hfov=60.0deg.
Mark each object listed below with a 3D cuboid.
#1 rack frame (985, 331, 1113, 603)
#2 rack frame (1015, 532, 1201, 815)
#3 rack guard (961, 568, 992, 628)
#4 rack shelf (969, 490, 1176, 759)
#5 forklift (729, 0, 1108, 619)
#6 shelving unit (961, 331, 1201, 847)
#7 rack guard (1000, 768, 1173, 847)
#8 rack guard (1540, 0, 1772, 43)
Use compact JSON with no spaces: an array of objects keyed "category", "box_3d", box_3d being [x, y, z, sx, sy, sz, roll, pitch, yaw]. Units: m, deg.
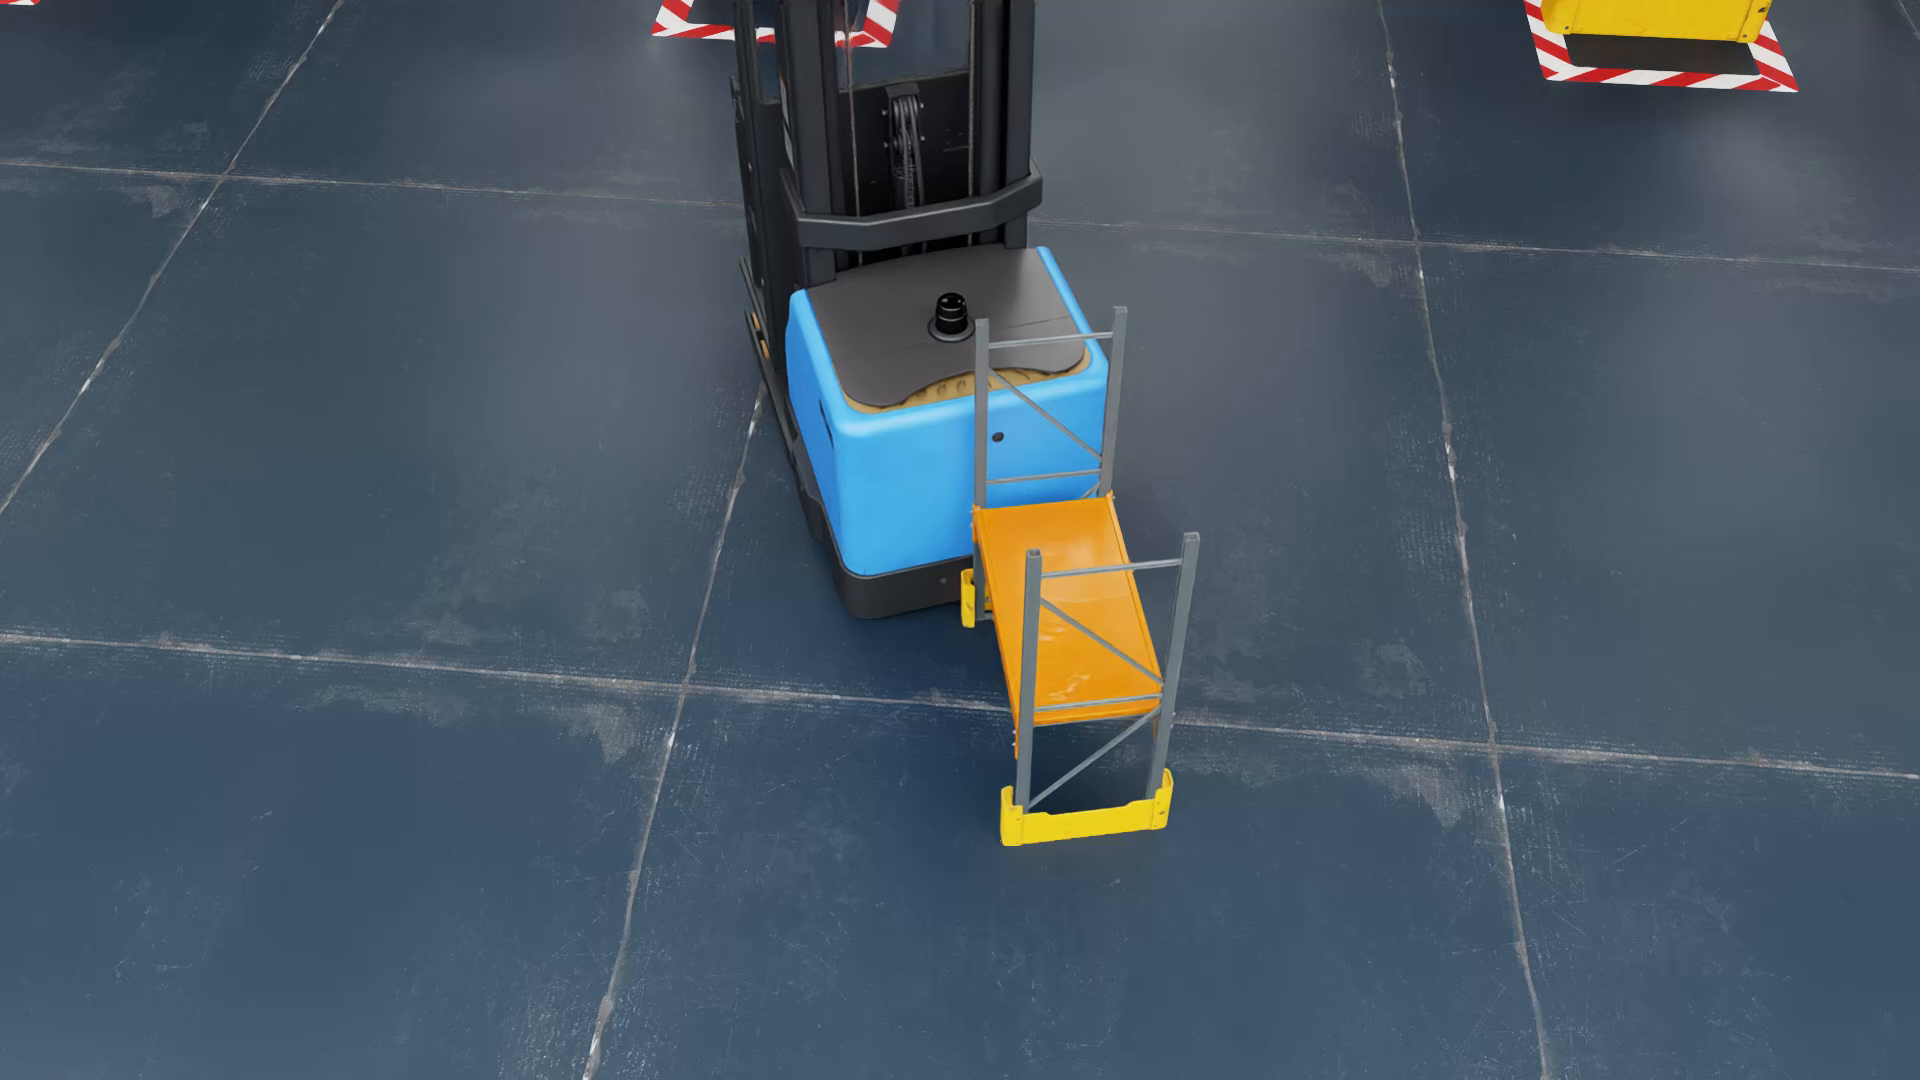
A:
[{"category":"rack frame","box_3d":[0.300,-0.224,5.965,0.475,1.308,0.013,-6,48,-5]},{"category":"rack frame","box_3d":[0.437,0.519,5.285,0.500,1.500,0.032,-6,48,-5]},{"category":"rack guard","box_3d":[0.298,0.199,6.425,0.587,0.250,0.087,-6,48,-5]},{"category":"rack shelf","box_3d":[0.368,0.269,5.757,0.538,0.185,1.000,-6,48,-5]},{"category":"forklift","box_3d":[-0.341,-1.798,6.434,1.130,2.935,3.031,-12,49,-11]},{"category":"shelving unit","box_3d":[0.366,0.141,5.631,0.587,1.500,1.083,-6,48,-5]},{"category":"rack guard","box_3d":[0.434,0.927,5.759,0.587,0.250,0.087,-6,48,-5]},{"category":"rack guard","box_3d":[3.916,-3.118,9.289,1.175,0.500,0.348,4,48,4]}]
